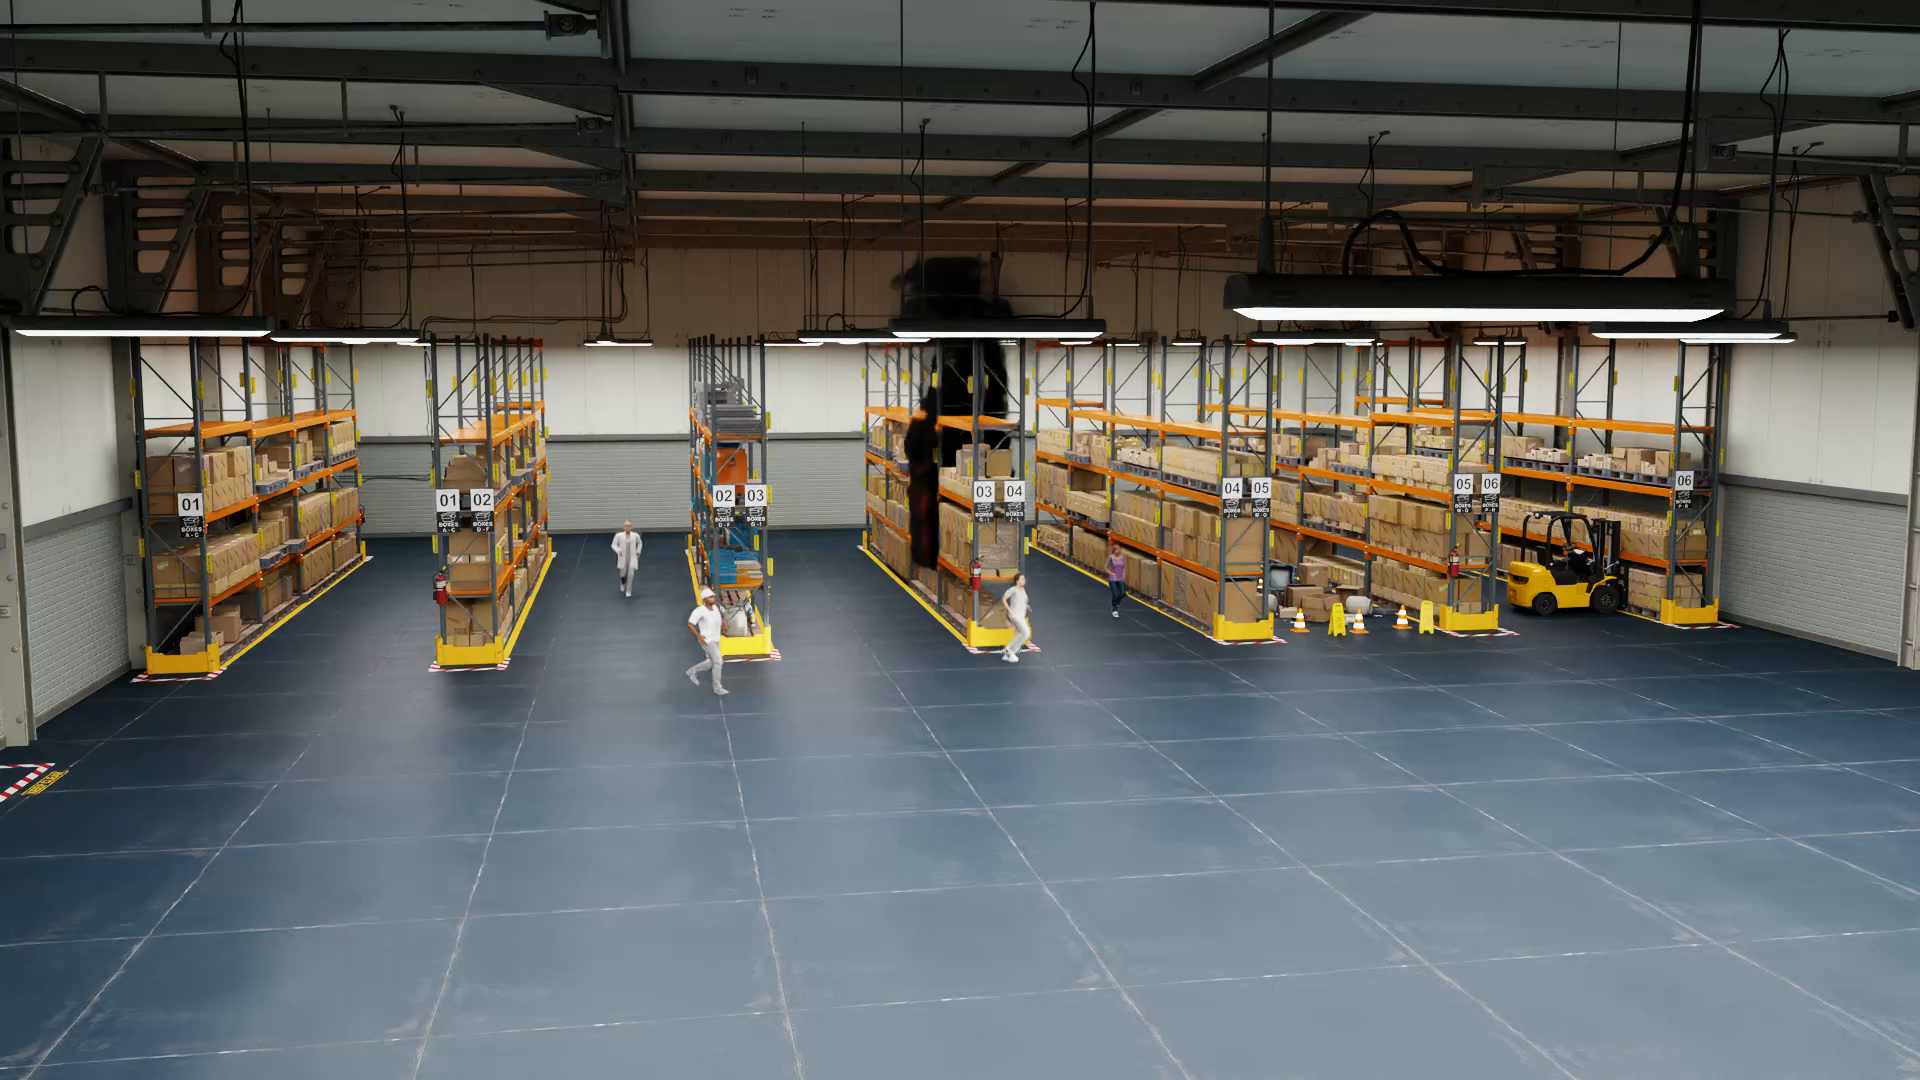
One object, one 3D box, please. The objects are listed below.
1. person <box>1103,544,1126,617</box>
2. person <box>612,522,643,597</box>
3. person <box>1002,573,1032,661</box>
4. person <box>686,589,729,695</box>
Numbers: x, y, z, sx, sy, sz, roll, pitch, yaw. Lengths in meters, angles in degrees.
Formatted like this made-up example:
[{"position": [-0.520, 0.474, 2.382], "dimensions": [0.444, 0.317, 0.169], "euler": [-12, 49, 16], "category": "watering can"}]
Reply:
[{"position": [3.343, 0.869, 35.663], "dimensions": [0.543, 1.567, 0.530], "euler": [-2, 7, -17], "category": "person"}, {"position": [-7.721, 0.434, 38.651], "dimensions": [0.707, 1.733, 0.681], "euler": [-2, 7, -16], "category": "person"}, {"position": [1.054, 1.416, 30.486], "dimensions": [0.572, 1.638, 0.557], "euler": [4, 7, 29], "category": "person"}, {"position": [-4.212, 1.686, 27.761], "dimensions": [0.823, 1.763, 0.690], "euler": [3, 7, 22], "category": "person"}]
